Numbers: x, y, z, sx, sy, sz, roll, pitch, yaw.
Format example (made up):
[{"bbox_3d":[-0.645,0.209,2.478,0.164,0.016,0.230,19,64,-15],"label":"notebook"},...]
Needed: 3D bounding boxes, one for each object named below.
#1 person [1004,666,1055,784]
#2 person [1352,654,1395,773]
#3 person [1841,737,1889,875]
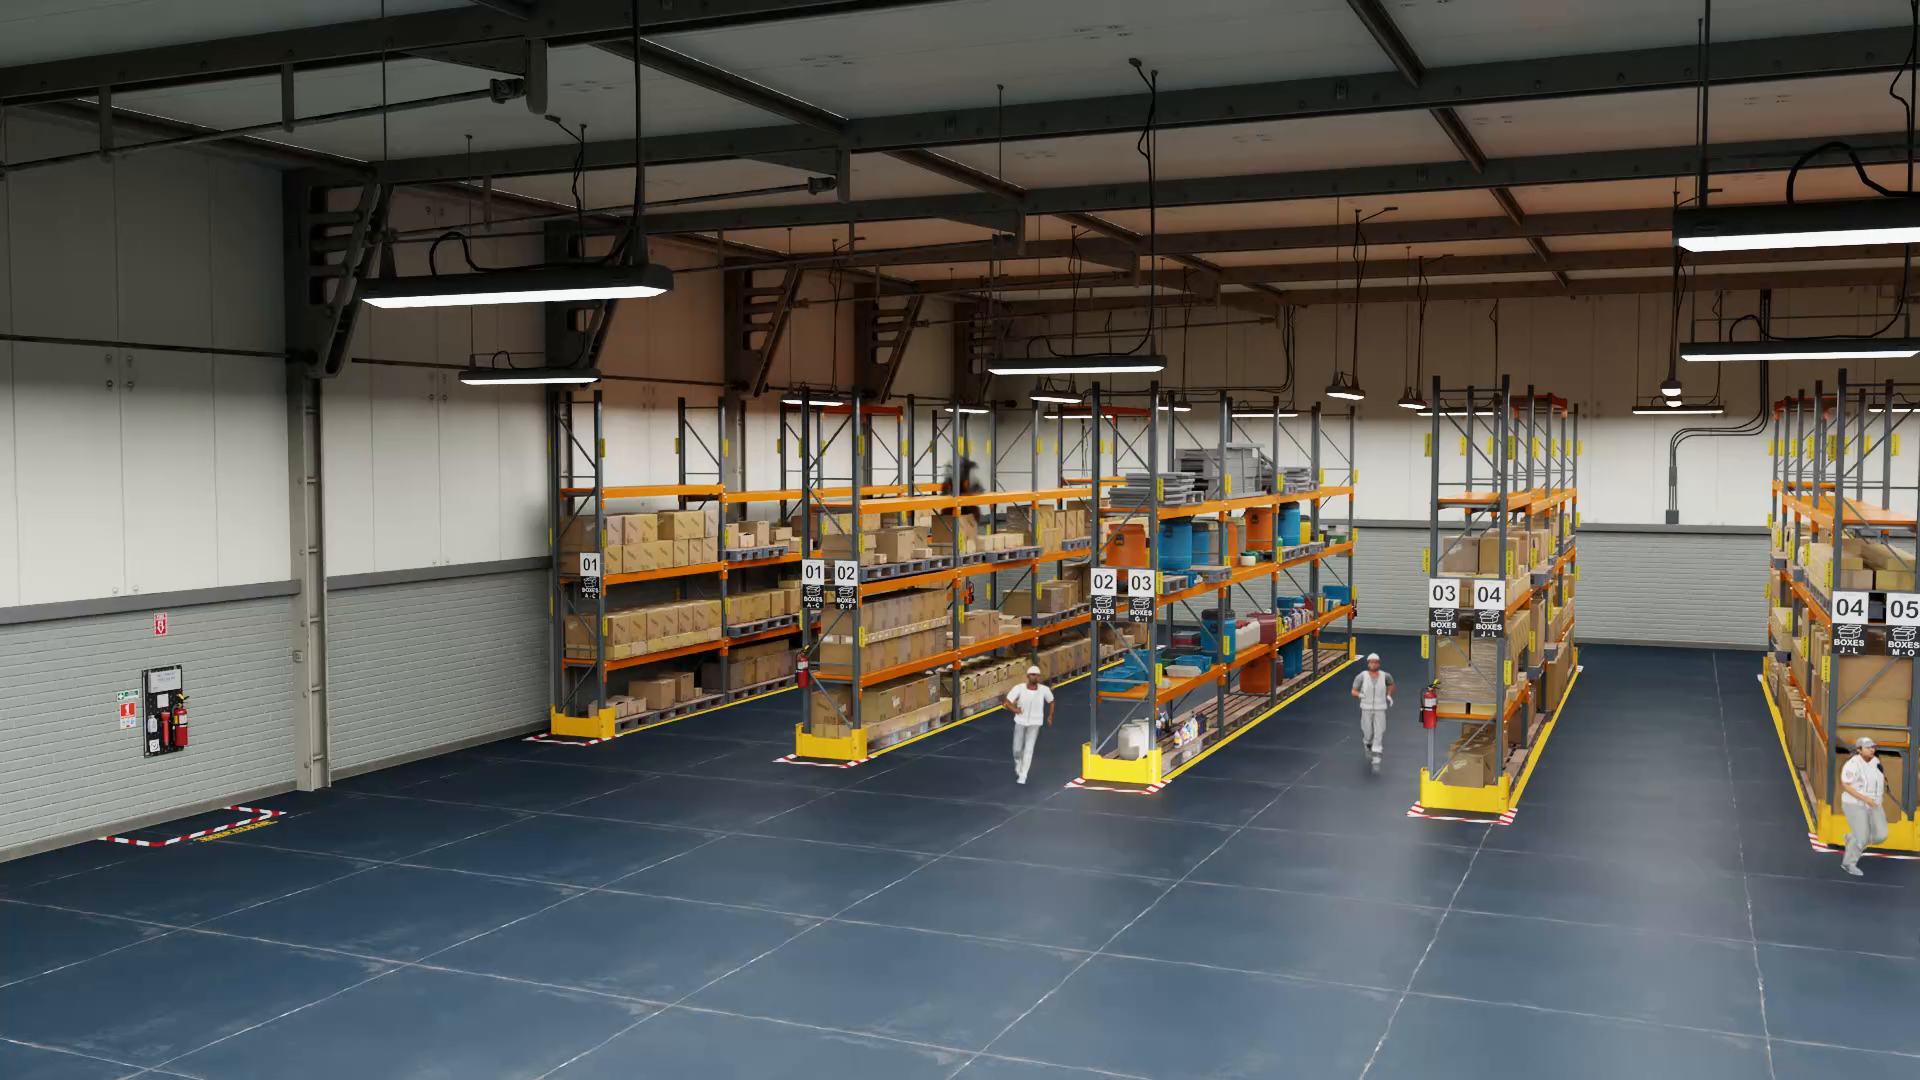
[{"bbox_3d":[1.038,2.759,24.936,0.761,1.731,0.902,0,3,5],"label":"person"},{"bbox_3d":[6.430,2.656,25.876,0.656,1.786,0.987,1,3,12],"label":"person"},{"bbox_3d":[10.643,3.122,19.545,0.635,1.633,0.572,-1,3,-18],"label":"person"}]
